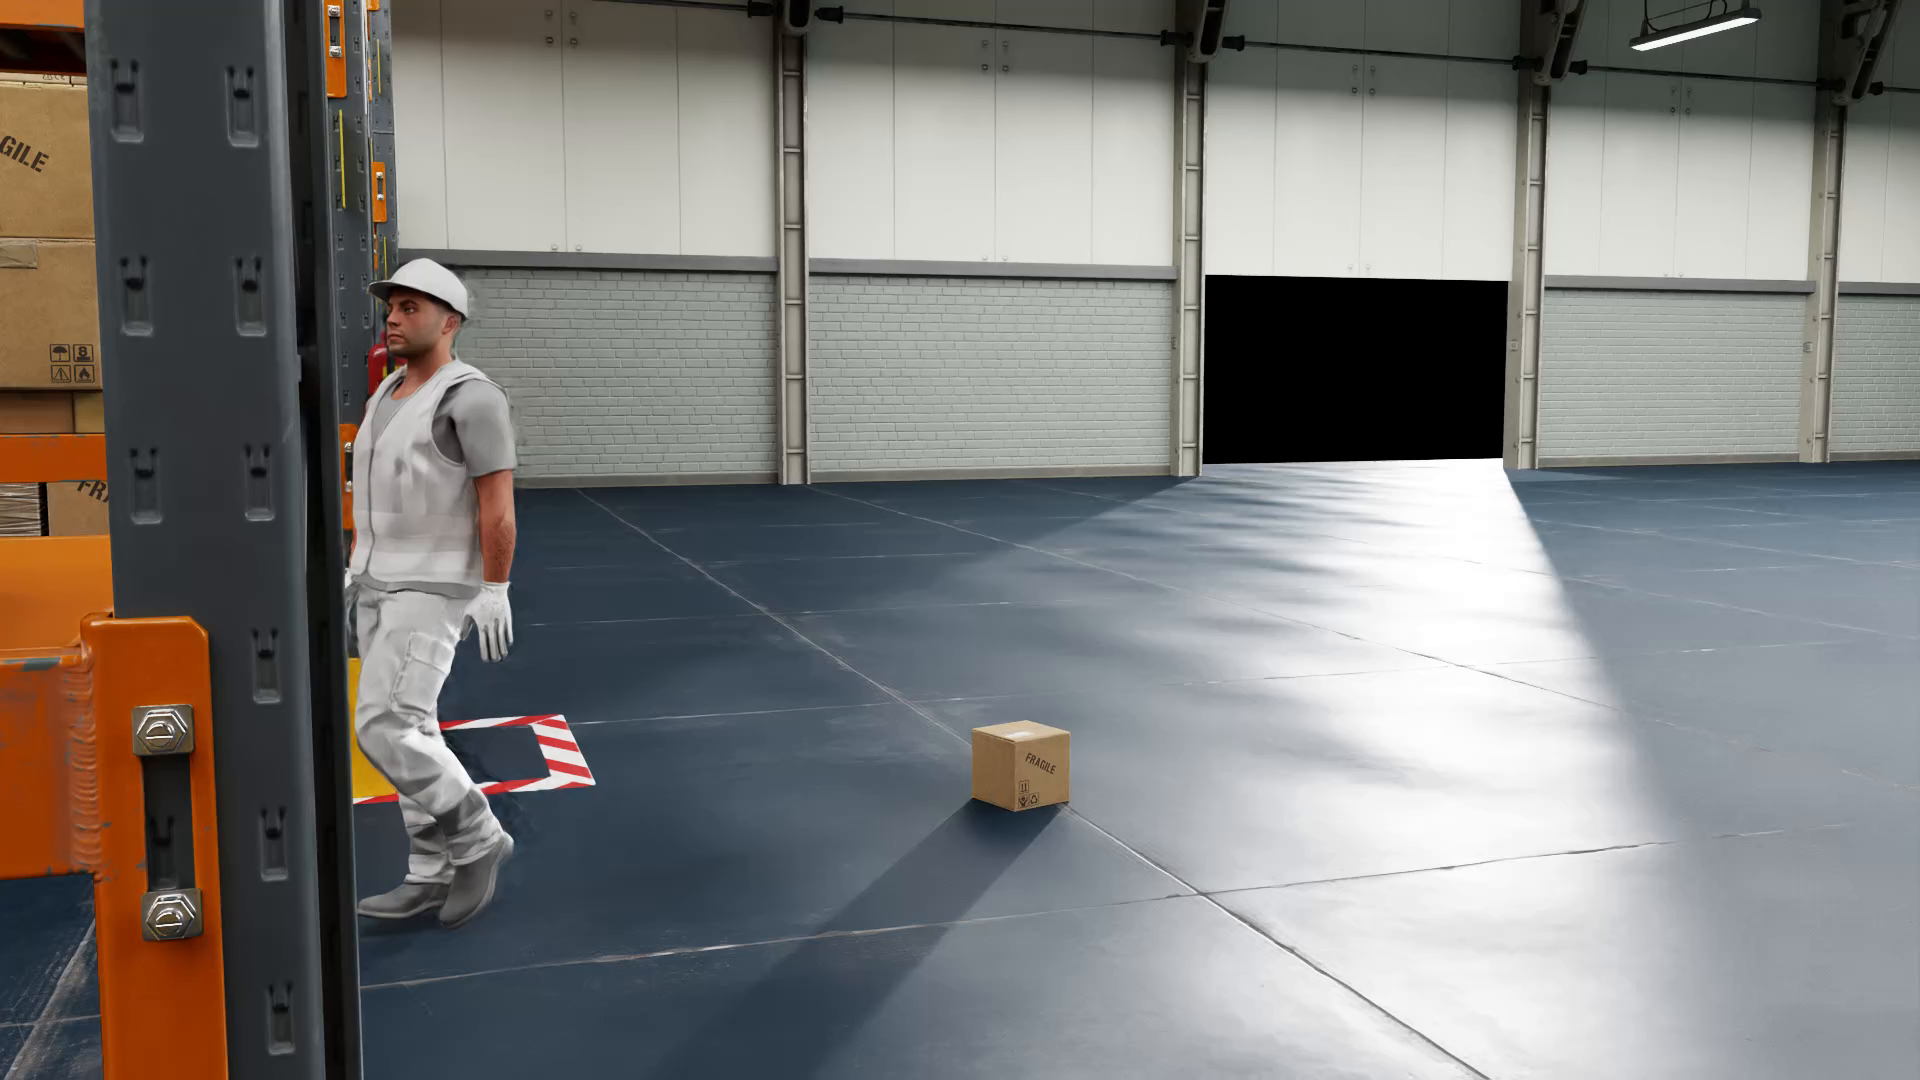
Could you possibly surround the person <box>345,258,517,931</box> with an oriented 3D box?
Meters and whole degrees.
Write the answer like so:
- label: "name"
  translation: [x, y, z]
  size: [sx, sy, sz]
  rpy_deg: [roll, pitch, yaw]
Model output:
- label: "person"
  translation: [-1.484, 0.149, 4.447]
  size: [0.552, 1.790, 0.455]
  rpy_deg: [5, 8, 42]
